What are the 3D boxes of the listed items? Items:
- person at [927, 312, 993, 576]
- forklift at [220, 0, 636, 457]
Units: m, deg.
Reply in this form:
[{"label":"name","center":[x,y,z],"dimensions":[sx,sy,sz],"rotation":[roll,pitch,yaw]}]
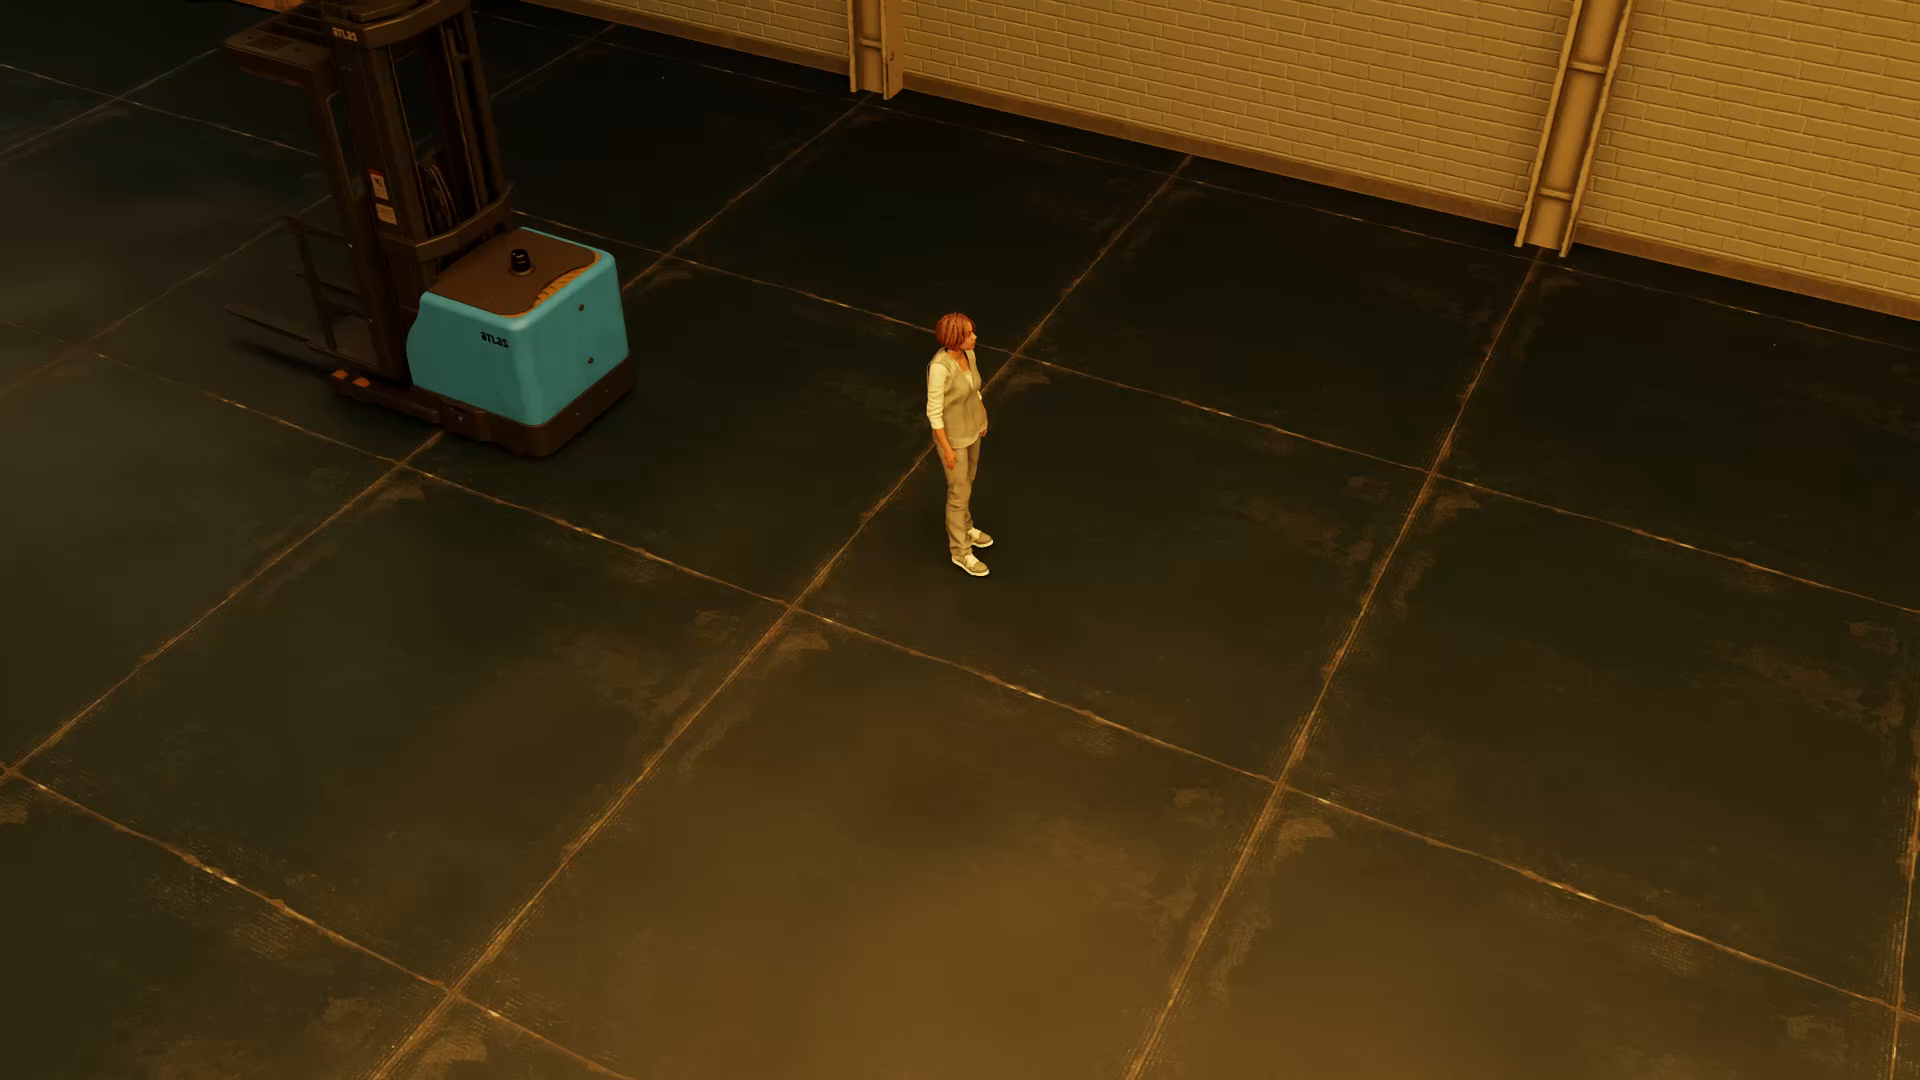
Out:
[{"label":"person","center":[0.059,-0.584,9.709],"dimensions":[0.475,1.590,0.520],"rotation":[18,43,21]},{"label":"forklift","center":[-3.773,-2.341,10.766],"dimensions":[3.031,2.935,1.130],"rotation":[19,44,21]}]
